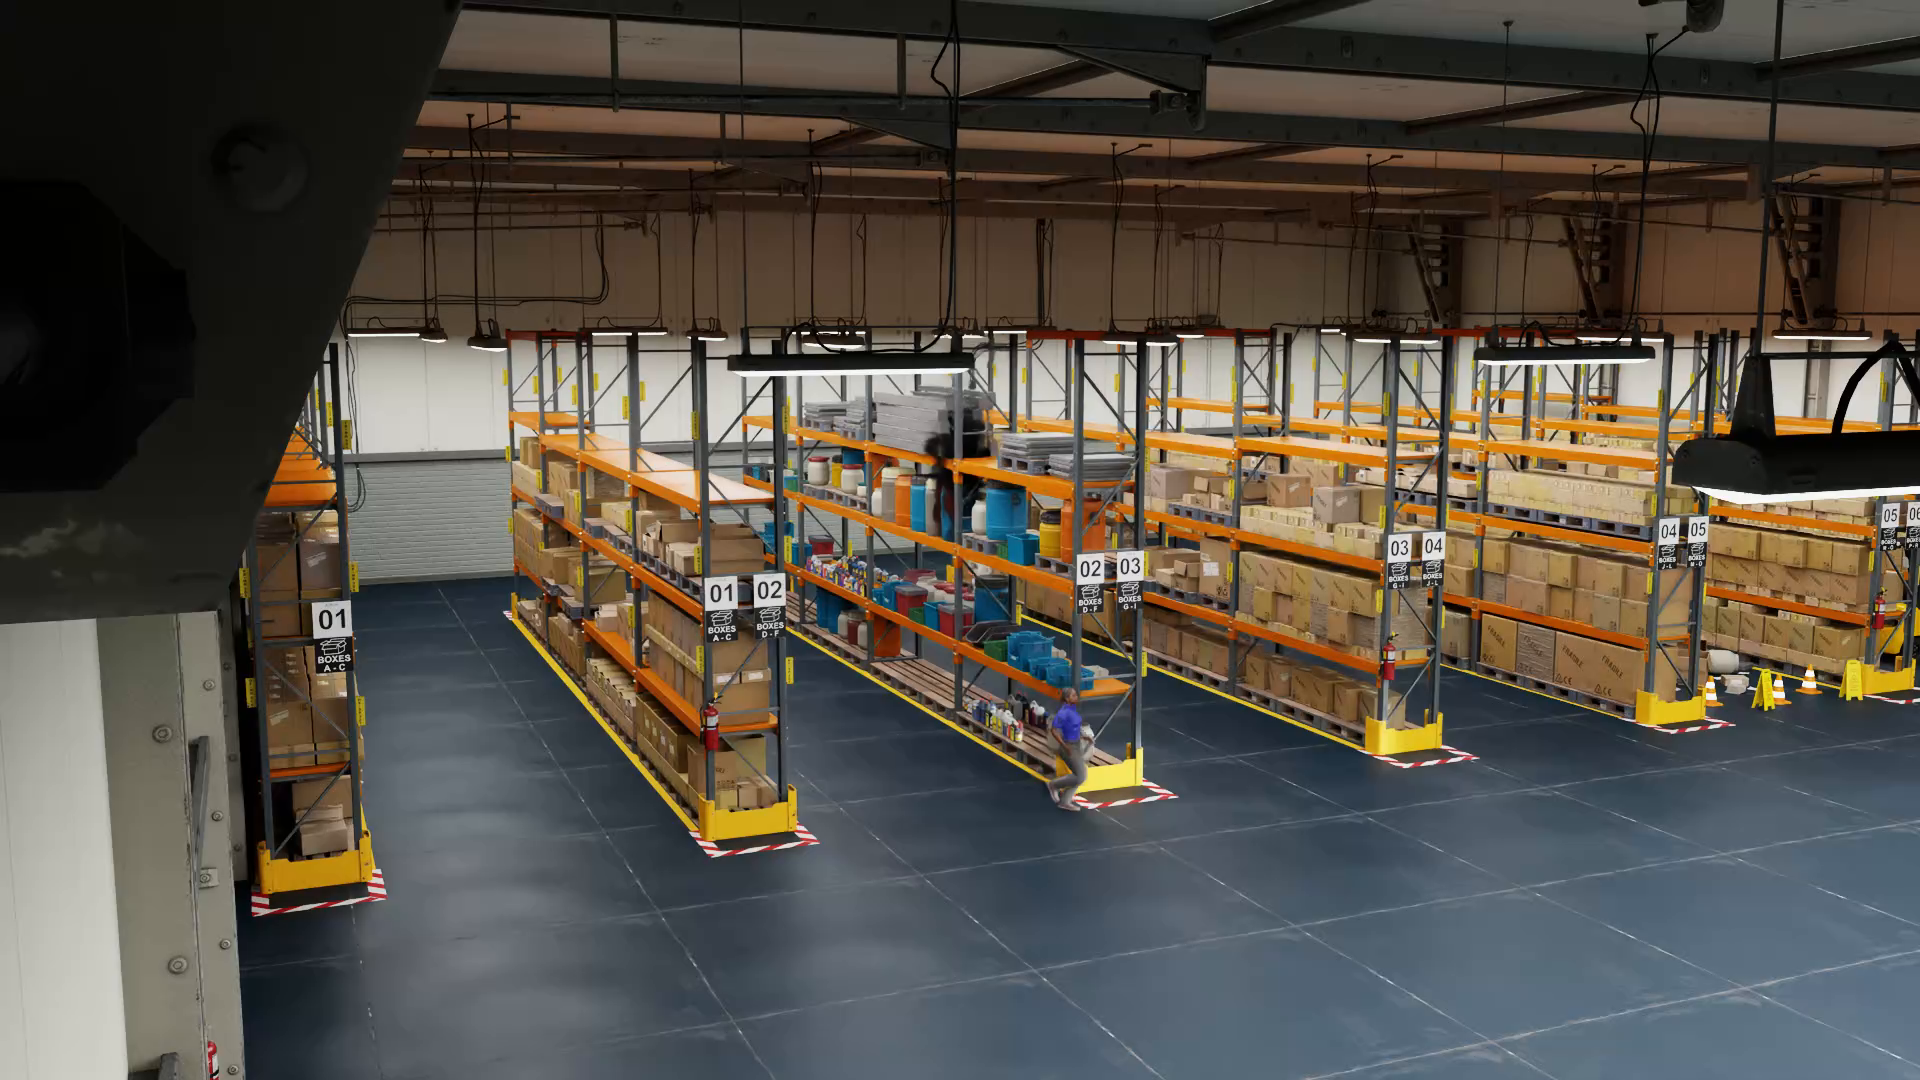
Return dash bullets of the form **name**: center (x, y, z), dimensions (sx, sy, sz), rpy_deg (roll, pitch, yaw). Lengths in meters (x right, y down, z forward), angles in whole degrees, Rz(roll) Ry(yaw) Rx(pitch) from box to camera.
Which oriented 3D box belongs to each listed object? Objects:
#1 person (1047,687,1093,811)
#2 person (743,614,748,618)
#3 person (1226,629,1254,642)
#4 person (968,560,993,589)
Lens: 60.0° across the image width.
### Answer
- **person**: center (1.410, 2.672, 21.214), dimensions (0.558, 1.601, 0.574), rpy_deg (3, 8, 19)
- **person**: center (-4.260, 1.268, 31.069), dimensions (0.742, 1.736, 0.708), rpy_deg (-4, 9, -27)
- **person**: center (5.348, 1.182, 31.446), dimensions (0.720, 1.811, 0.841), rpy_deg (-4, 9, -26)
- **person**: center (0.476, 0.912, 33.430), dimensions (0.648, 1.759, 0.640), rpy_deg (-4, 9, -27)
